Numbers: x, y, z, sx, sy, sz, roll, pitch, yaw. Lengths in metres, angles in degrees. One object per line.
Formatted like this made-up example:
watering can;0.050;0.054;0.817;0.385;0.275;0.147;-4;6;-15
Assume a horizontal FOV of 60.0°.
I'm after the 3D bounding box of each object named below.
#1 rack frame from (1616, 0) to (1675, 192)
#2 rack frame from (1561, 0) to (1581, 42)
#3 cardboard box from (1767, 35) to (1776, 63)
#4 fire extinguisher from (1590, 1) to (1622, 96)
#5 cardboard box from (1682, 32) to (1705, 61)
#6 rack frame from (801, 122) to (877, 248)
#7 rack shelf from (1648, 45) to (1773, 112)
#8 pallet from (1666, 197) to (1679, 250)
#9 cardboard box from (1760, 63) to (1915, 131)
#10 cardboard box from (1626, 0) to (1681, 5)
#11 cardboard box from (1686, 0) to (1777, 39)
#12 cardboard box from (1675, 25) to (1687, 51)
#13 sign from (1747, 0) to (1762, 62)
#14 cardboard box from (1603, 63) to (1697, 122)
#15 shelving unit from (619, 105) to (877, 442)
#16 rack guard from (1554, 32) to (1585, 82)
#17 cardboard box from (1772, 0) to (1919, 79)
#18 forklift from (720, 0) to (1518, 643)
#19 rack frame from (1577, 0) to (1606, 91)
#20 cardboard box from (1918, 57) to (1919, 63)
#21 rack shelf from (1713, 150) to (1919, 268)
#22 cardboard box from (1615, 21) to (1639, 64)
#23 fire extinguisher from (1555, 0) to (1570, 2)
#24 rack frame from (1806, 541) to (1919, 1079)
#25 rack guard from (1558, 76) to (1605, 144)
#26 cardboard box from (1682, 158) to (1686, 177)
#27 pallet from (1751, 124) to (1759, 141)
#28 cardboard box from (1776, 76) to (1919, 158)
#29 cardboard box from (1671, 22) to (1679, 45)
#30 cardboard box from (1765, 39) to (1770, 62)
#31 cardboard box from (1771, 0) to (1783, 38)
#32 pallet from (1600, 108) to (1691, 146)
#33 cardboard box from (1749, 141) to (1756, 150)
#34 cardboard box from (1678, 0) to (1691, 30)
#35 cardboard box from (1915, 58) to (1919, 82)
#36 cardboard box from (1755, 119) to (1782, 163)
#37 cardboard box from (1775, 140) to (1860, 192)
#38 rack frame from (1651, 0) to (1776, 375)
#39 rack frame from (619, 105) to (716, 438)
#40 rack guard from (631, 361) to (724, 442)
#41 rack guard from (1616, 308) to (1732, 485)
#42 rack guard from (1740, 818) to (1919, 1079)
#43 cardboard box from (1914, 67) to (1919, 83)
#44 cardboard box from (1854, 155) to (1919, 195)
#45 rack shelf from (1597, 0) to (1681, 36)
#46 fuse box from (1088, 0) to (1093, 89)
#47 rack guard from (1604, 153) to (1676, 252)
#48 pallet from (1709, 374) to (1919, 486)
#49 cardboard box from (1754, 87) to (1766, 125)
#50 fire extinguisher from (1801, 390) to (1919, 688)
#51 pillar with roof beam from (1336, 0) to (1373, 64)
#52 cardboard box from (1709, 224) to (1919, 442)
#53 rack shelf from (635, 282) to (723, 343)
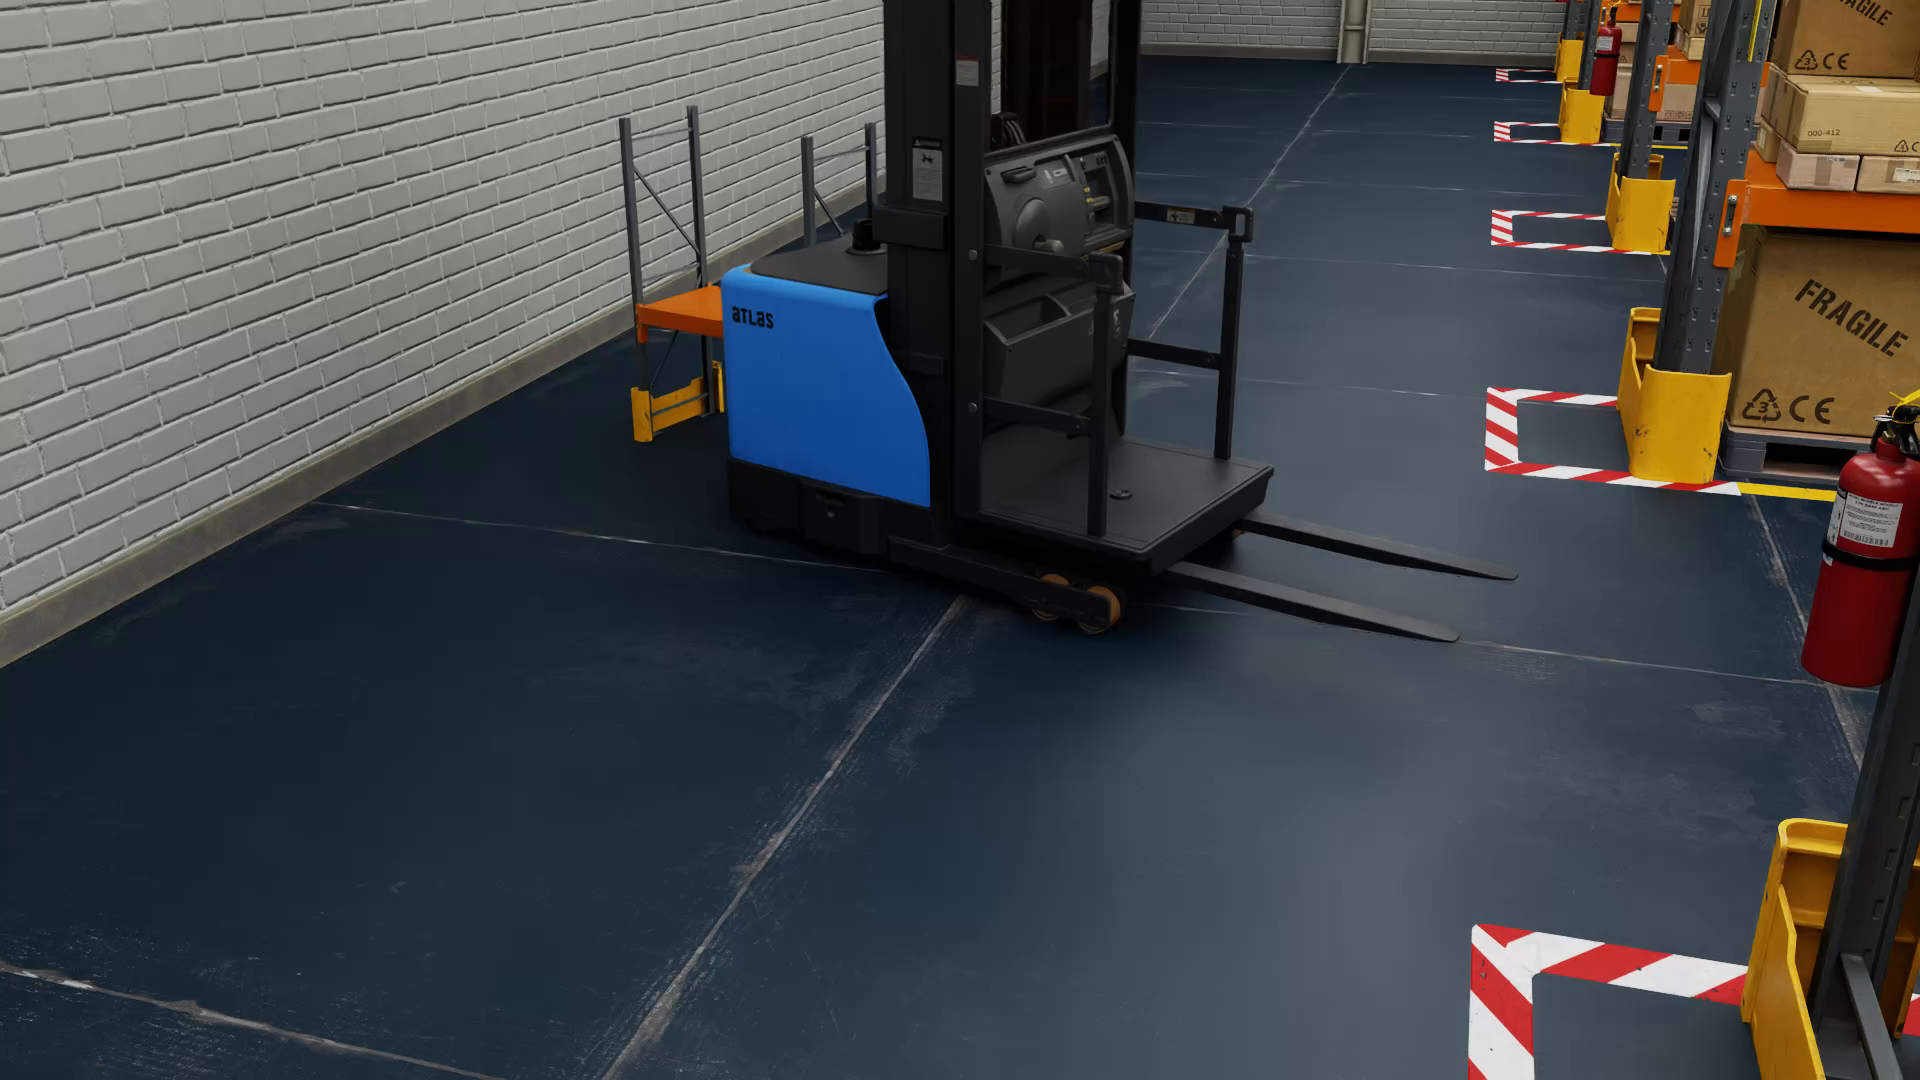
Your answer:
rack frame;4.887;-3.645;11.702;0.127;3.000;1.000;7;23;16
rack frame;7.651;-7.258;20.511;0.127;3.000;1.000;7;23;16
cardboard box;5.600;-3.312;11.222;0.250;0.149;0.380;6;23;14
fire extinguisher;4.779;-3.631;12.264;0.183;0.674;0.296;7;23;16
cardboard box;5.103;-3.374;11.373;0.250;0.149;0.380;6;23;15
rack frame;-0.513;-1.050;7.354;0.032;1.500;0.500;14;26;30
rack shelf;6.802;-3.092;11.304;4.000;0.370;1.077;7;23;16
pallet;5.728;-2.244;11.963;1.213;0.211;1.003;7;23;16
cardboard box;3.898;-1.965;7.414;0.500;0.250;0.500;6;23;15
cardboard box;6.597;-5.343;15.712;0.500;0.500;0.500;6;23;15
cardboard box;5.237;-3.679;11.262;0.500;0.500;0.500;8;24;18
cardboard box;5.281;-3.595;11.913;0.250;0.149;0.380;7;23;16
sign;3.192;-2.090;6.667;0.005;0.325;0.100;7;23;16
cardboard box;6.881;-4.427;16.433;0.875;0.438;0.875;6;23;14
shelving unit;-0.949;-1.156;7.611;1.083;1.500;0.587;14;26;30
rack guard;7.723;-6.093;20.966;0.348;0.500;1.175;7;23;16
cardboard box;3.900;-2.311;7.268;0.500;0.500;0.500;7;23;16
forklift;0.543;-1.251;5.957;3.031;2.935;1.130;15;26;32
rack frame;6.220;-5.454;16.114;0.127;3.000;1.000;7;23;16
cardboard box;6.369;-3.257;11.089;0.250;0.149;0.380;6;23;14
rack shelf;5.273;-1.301;6.938;4.000;0.370;1.077;7;23;16
cardboard box;8.209;-6.196;20.658;0.637;0.503;0.797;6;23;13
fire extinguisher;7.376;-6.898;20.227;0.183;0.674;0.296;7;23;16
rack frame;1.927;-0.054;2.949;0.127;3.000;1.000;7;23;16
rack guard;6.197;-4.300;16.595;0.348;0.500;1.175;7;23;16
cardboard box;5.475;-2.703;12.219;0.250;0.149;0.380;6;23;14
pallet;8.173;-3.970;16.171;1.213;0.211;1.003;7;23;16
cardboard box;3.739;-1.771;6.941;0.500;0.250;0.500;6;23;14
cardboard box;9.016;-6.086;20.396;0.500;0.500;0.700;8;23;18
cardboard box;5.358;-3.361;11.342;0.250;0.149;0.380;7;23;17
cardboard box;5.757;-3.629;11.142;0.500;0.500;0.500;7;23;16
pallet;7.009;-4.105;16.499;1.213;0.211;1.003;7;23;16
cardboard box;5.691;-2.781;12.016;0.250;0.149;0.380;7;23;17
cardboard box;5.392;-3.873;11.735;0.500;0.500;0.500;7;23;17
cardboard box;4.218;-2.063;6.665;0.500;0.500;0.500;6;23;14
cardboard box;3.794;-1.818;7.580;0.250;0.149;0.380;7;23;17
cardboard box;3.602;-1.578;6.997;0.250;0.149;0.380;7;23;16
rack frame;3.358;-1.853;7.336;0.127;3.000;1.000;7;23;16
rack frame;-1.371;-1.257;7.859;0.032;1.500;0.500;14;26;30
rack guard;-1.369;-0.679;8.095;0.087;0.250;0.587;14;26;30
rack guard;3.335;-0.700;7.817;0.348;0.500;1.175;7;23;16
rack guard;1.900;1.105;3.418;0.348;0.500;1.175;7;23;16
cardboard box;4.384;-1.909;7.278;0.500;0.250;0.500;6;23;15
cardboard box;3.848;-1.551;6.929;0.250;0.149;0.380;6;23;15
rack shelf;8.135;-4.902;15.716;4.000;0.370;1.077;7;23;16
fuse box;1.562;-6.215;19.666;0.414;1.711;0.539;7;23;16
rack guard;4.960;-2.480;12.156;0.348;0.500;1.175;7;23;16
pallet;4.146;-0.504;7.721;1.213;0.211;1.003;7;23;16
cardboard box;7.760;-4.330;16.195;0.875;0.438;0.875;7;23;17
fire extinguisher;1.914;-0.027;3.477;0.183;0.674;0.296;7;23;16
pillar with roof beam;4.086;-9.092;17.079;0.400;9.000;9.100;7;23;16
cardboard box;3.994;-1.024;7.559;0.875;0.875;0.875;7;23;16
rack shelf;-0.942;-0.987;7.675;1.000;0.185;0.538;14;26;30
